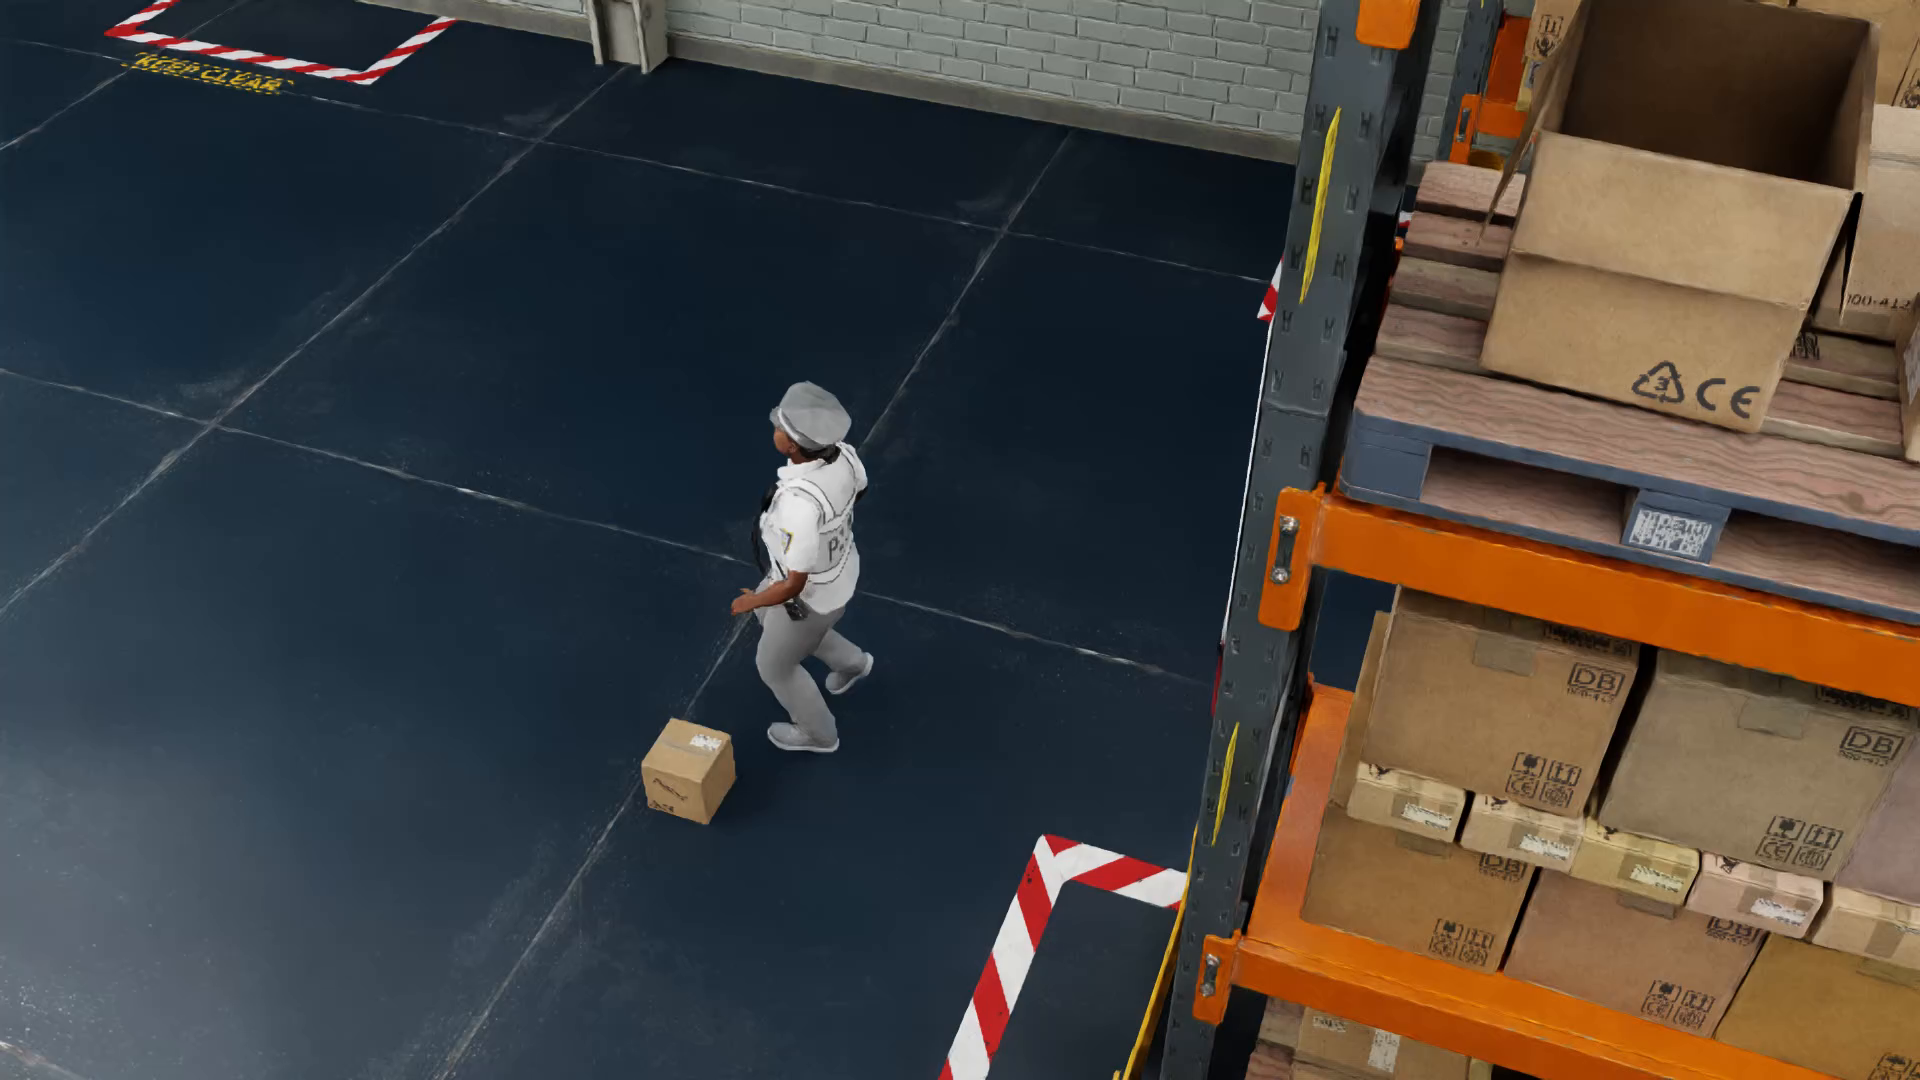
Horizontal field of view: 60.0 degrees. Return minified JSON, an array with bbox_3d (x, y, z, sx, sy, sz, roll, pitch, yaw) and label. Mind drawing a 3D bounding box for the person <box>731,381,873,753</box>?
[{"bbox_3d":[-0.598,0.147,5.995,0.465,1.671,0.632,7,42,8],"label":"person"}]
